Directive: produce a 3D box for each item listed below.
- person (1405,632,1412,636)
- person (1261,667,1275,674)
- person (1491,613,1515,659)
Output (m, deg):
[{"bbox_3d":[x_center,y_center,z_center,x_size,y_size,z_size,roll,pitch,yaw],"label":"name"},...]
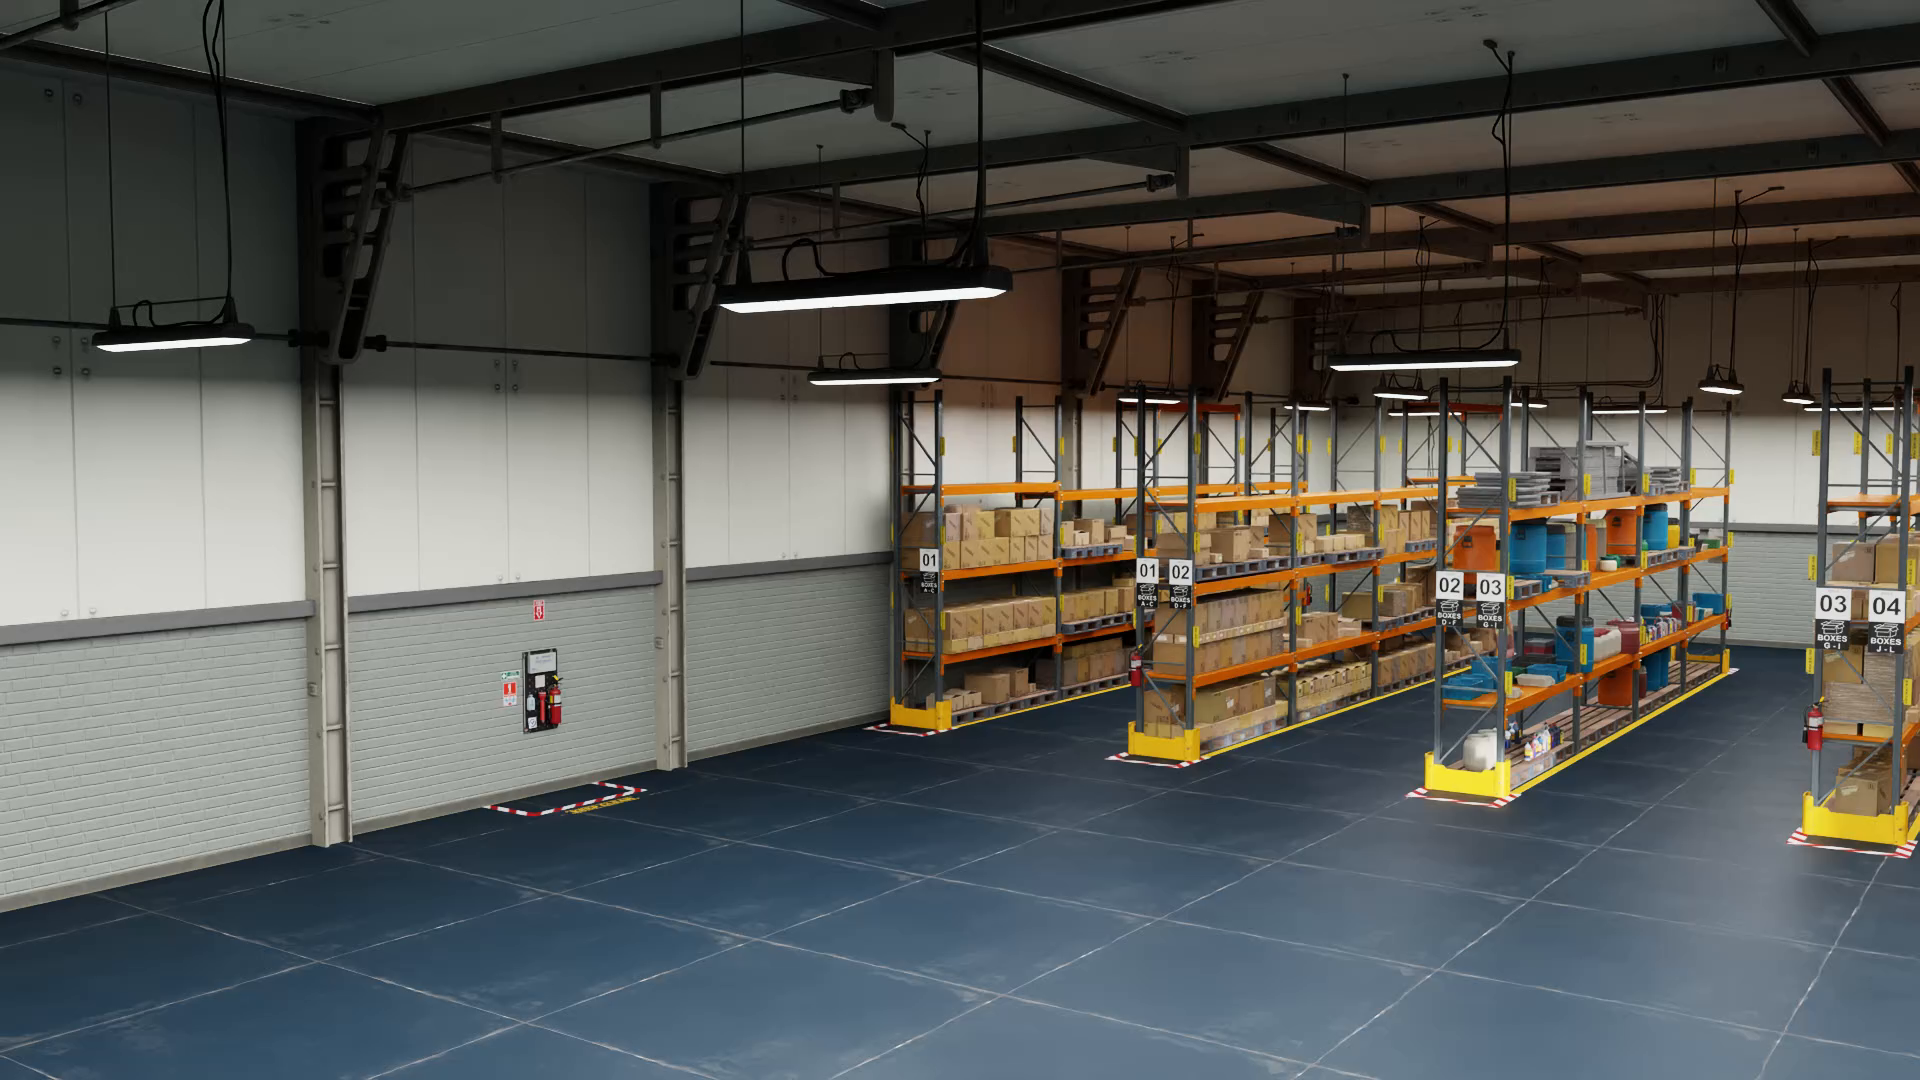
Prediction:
[{"bbox_3d":[11.850,1.641,44.116,0.536,1.754,0.915,-1,3,-15],"label":"person"},{"bbox_3d":[6.350,2.182,34.396,0.626,1.779,0.571,3,4,40],"label":"person"},{"bbox_3d":[11.916,2.103,36.489,0.549,1.672,0.471,2,4,30],"label":"person"}]
